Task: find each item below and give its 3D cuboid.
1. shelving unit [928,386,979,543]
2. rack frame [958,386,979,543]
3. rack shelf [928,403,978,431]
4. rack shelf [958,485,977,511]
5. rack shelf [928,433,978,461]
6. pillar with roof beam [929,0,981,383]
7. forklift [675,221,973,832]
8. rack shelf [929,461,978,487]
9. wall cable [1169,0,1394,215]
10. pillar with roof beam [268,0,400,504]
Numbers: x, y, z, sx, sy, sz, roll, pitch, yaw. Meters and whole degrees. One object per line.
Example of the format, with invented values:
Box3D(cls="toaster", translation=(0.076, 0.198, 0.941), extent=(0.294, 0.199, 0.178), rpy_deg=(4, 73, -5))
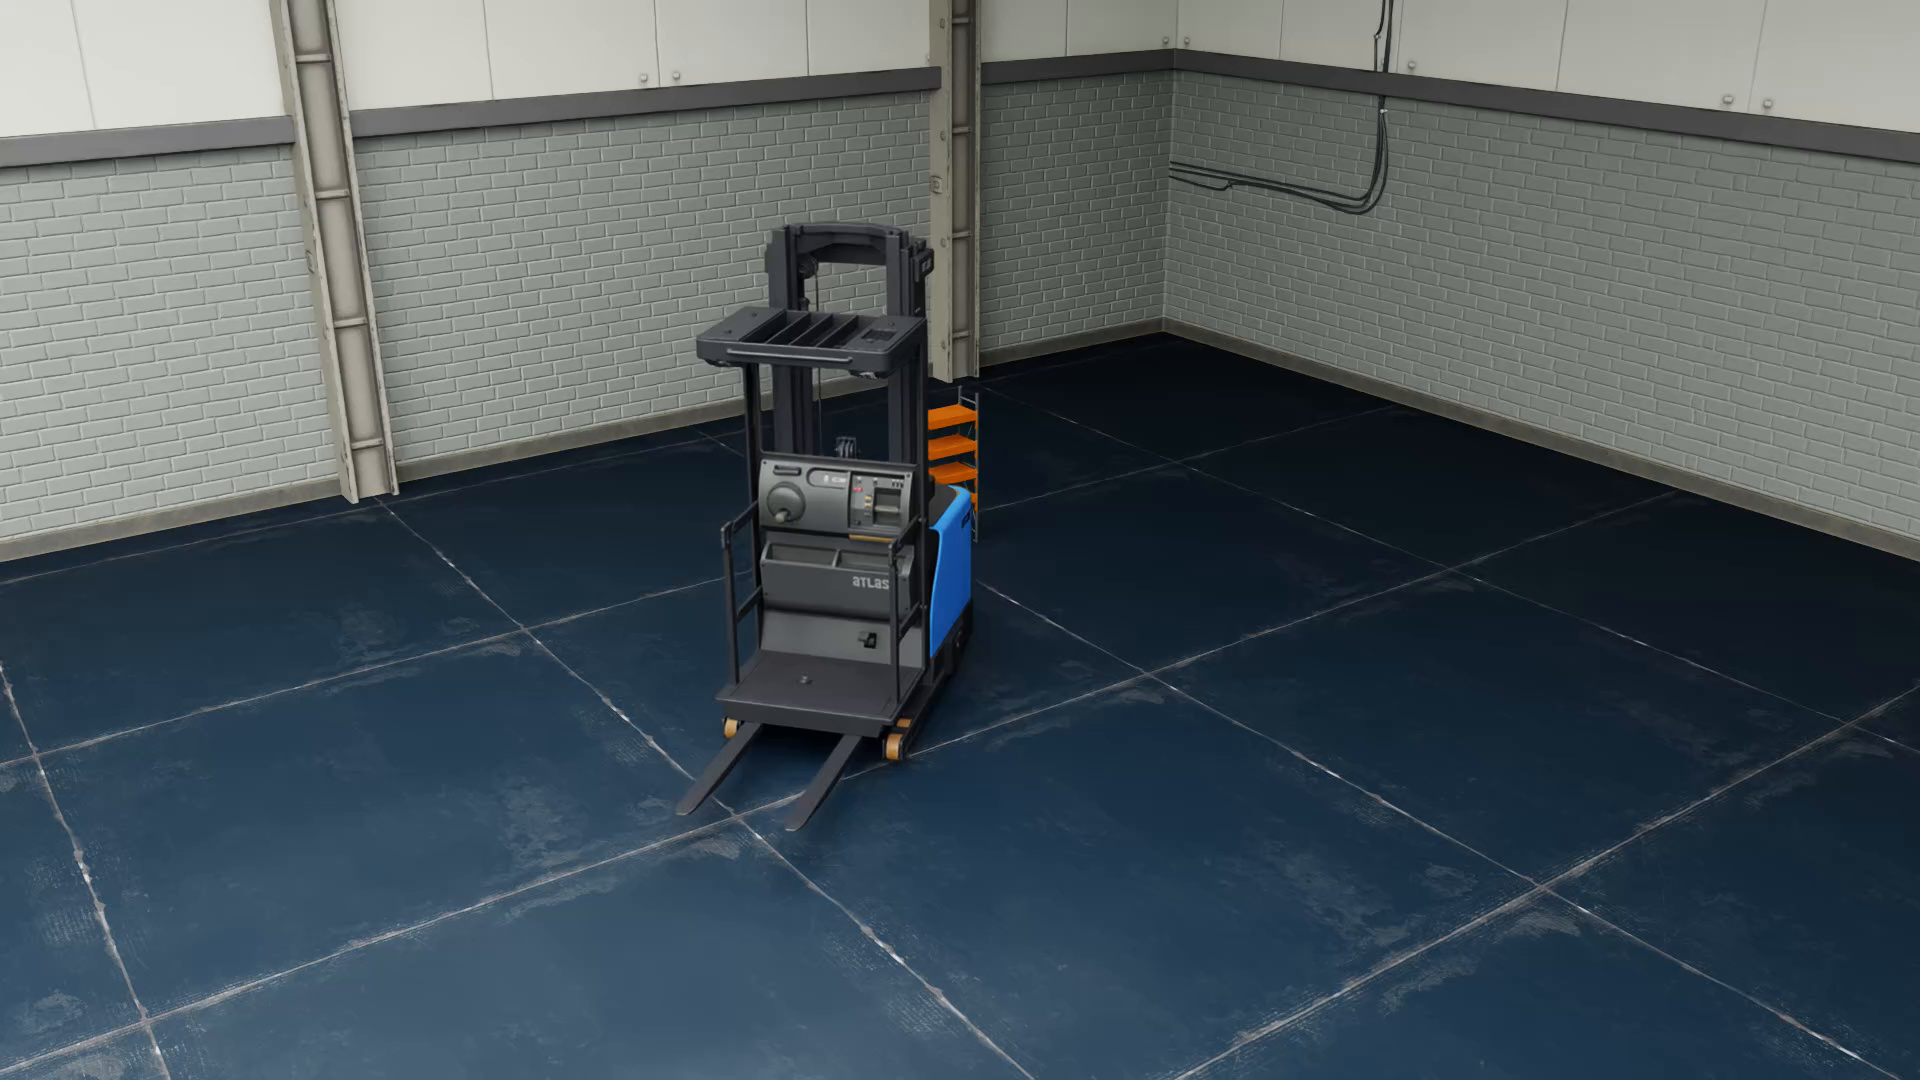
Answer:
Box3D(cls="shelving unit", translation=(-0.134, -0.521, 12.584), extent=(0.503, 1.200, 0.258), rpy_deg=(-15, 26, -33))
Box3D(cls="rack frame", translation=(0.064, -0.574, 12.717), extent=(0.015, 1.200, 0.240), rpy_deg=(-15, 26, -33))
Box3D(cls="rack shelf", translation=(-0.134, -0.886, 12.439), extent=(0.480, 0.148, 0.258), rpy_deg=(-15, 26, -33))
Box3D(cls="rack shelf", translation=(-0.134, -0.275, 12.683), extent=(0.480, 0.148, 0.258), rpy_deg=(-15, 26, -33))
Box3D(cls="rack shelf", translation=(-0.134, -0.667, 12.526), extent=(0.480, 0.148, 0.258), rpy_deg=(-15, 26, -33))
Box3D(cls="pillar with roof beam", translation=(2.468, -4.570, 12.207), extent=(0.400, 9.000, 9.100), rpy_deg=(-15, 26, -33))
Box3D(cls="forklift", translation=(-0.782, -0.231, 9.522), extent=(1.130, 2.935, 3.031), rpy_deg=(6, 22, 14))
Box3D(cls="rack shelf", translation=(-0.134, -0.459, 12.609), extent=(0.480, 0.148, 0.258), rpy_deg=(-15, 26, -33))
Box3D(cls="wall cable", translation=(3.117, -4.663, 16.629), extent=(0.112, 2.526, 3.097), rpy_deg=(-15, 26, -33))
Box3D(cls="pillar with roof beam", translation=(-2.402, -3.271, 8.952), extent=(0.400, 9.000, 9.100), rpy_deg=(-15, 26, -33))
